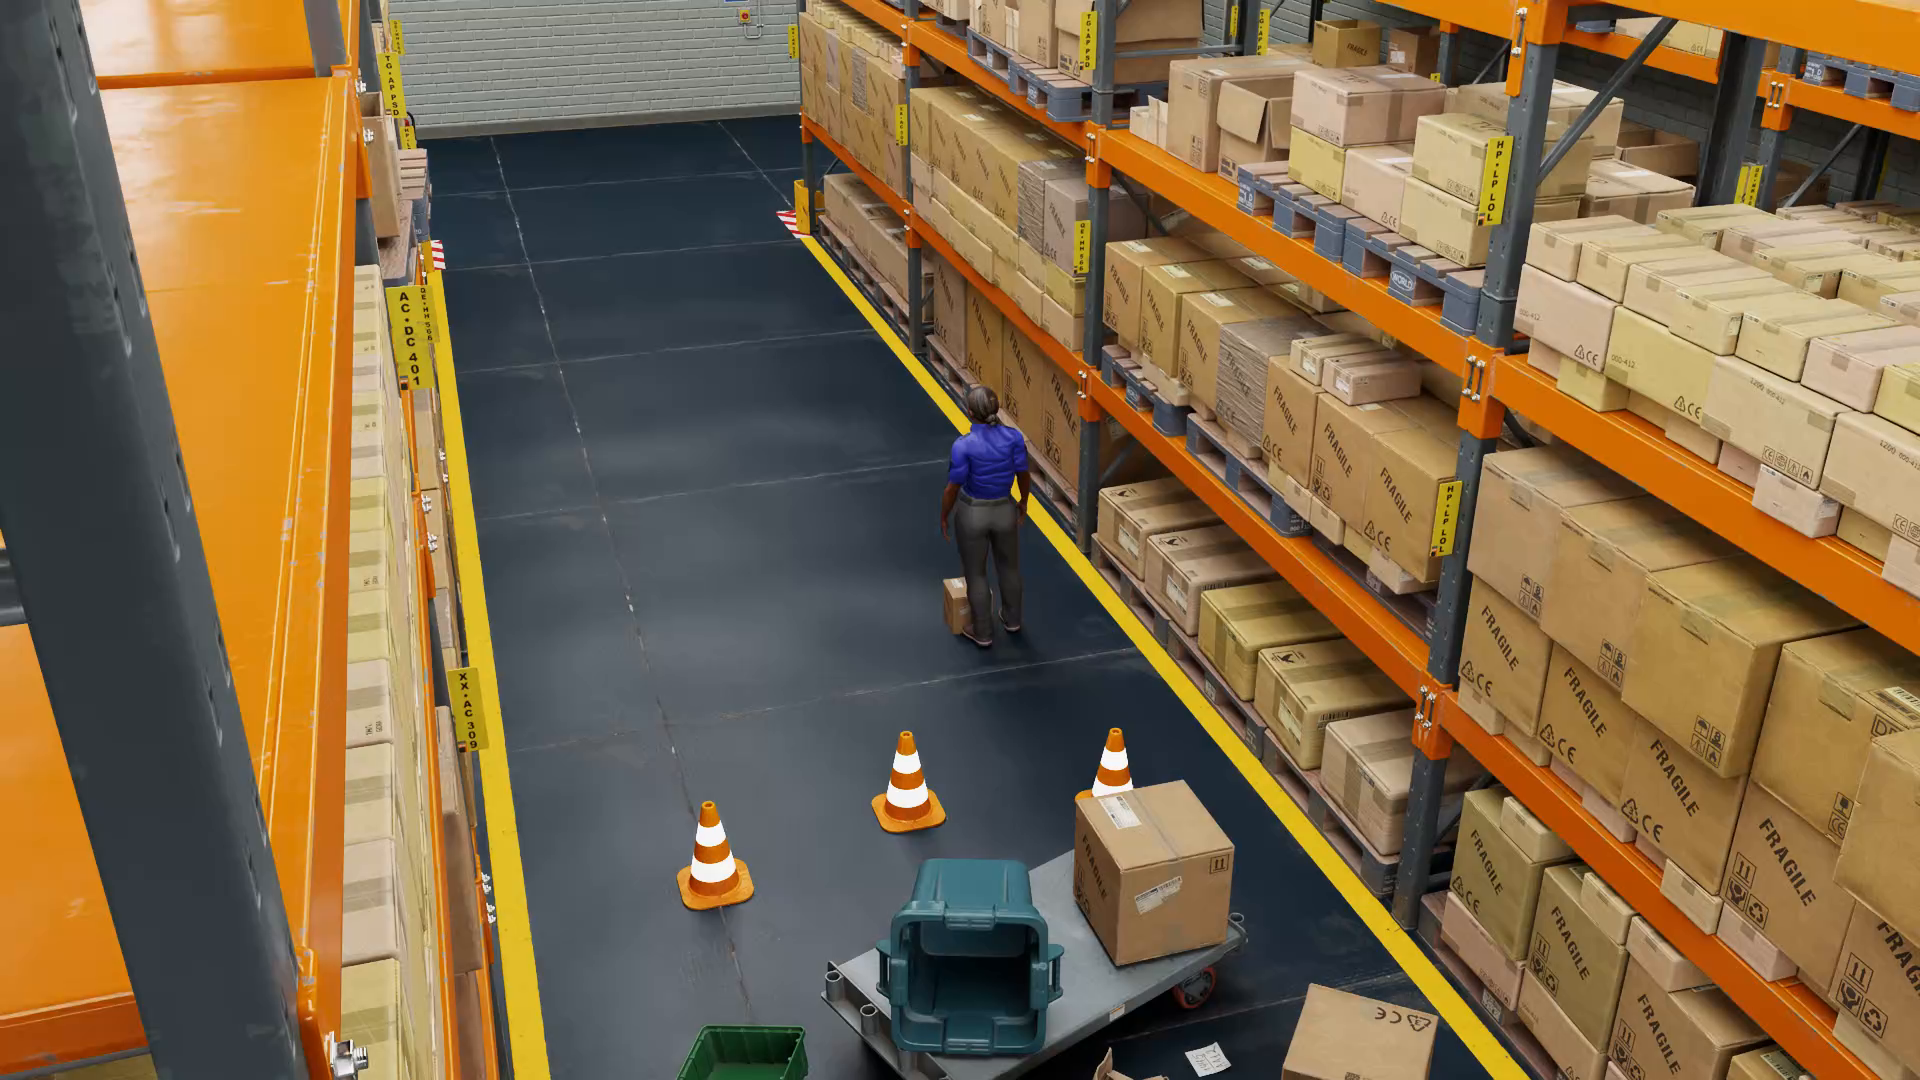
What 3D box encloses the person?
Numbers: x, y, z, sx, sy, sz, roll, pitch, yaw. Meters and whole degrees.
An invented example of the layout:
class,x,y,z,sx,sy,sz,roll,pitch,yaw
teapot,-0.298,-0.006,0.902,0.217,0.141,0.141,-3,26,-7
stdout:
class,x,y,z,sx,sy,sz,roll,pitch,yaw
person,0.140,-0.165,9.666,0.568,1.655,0.503,-8,28,-16
